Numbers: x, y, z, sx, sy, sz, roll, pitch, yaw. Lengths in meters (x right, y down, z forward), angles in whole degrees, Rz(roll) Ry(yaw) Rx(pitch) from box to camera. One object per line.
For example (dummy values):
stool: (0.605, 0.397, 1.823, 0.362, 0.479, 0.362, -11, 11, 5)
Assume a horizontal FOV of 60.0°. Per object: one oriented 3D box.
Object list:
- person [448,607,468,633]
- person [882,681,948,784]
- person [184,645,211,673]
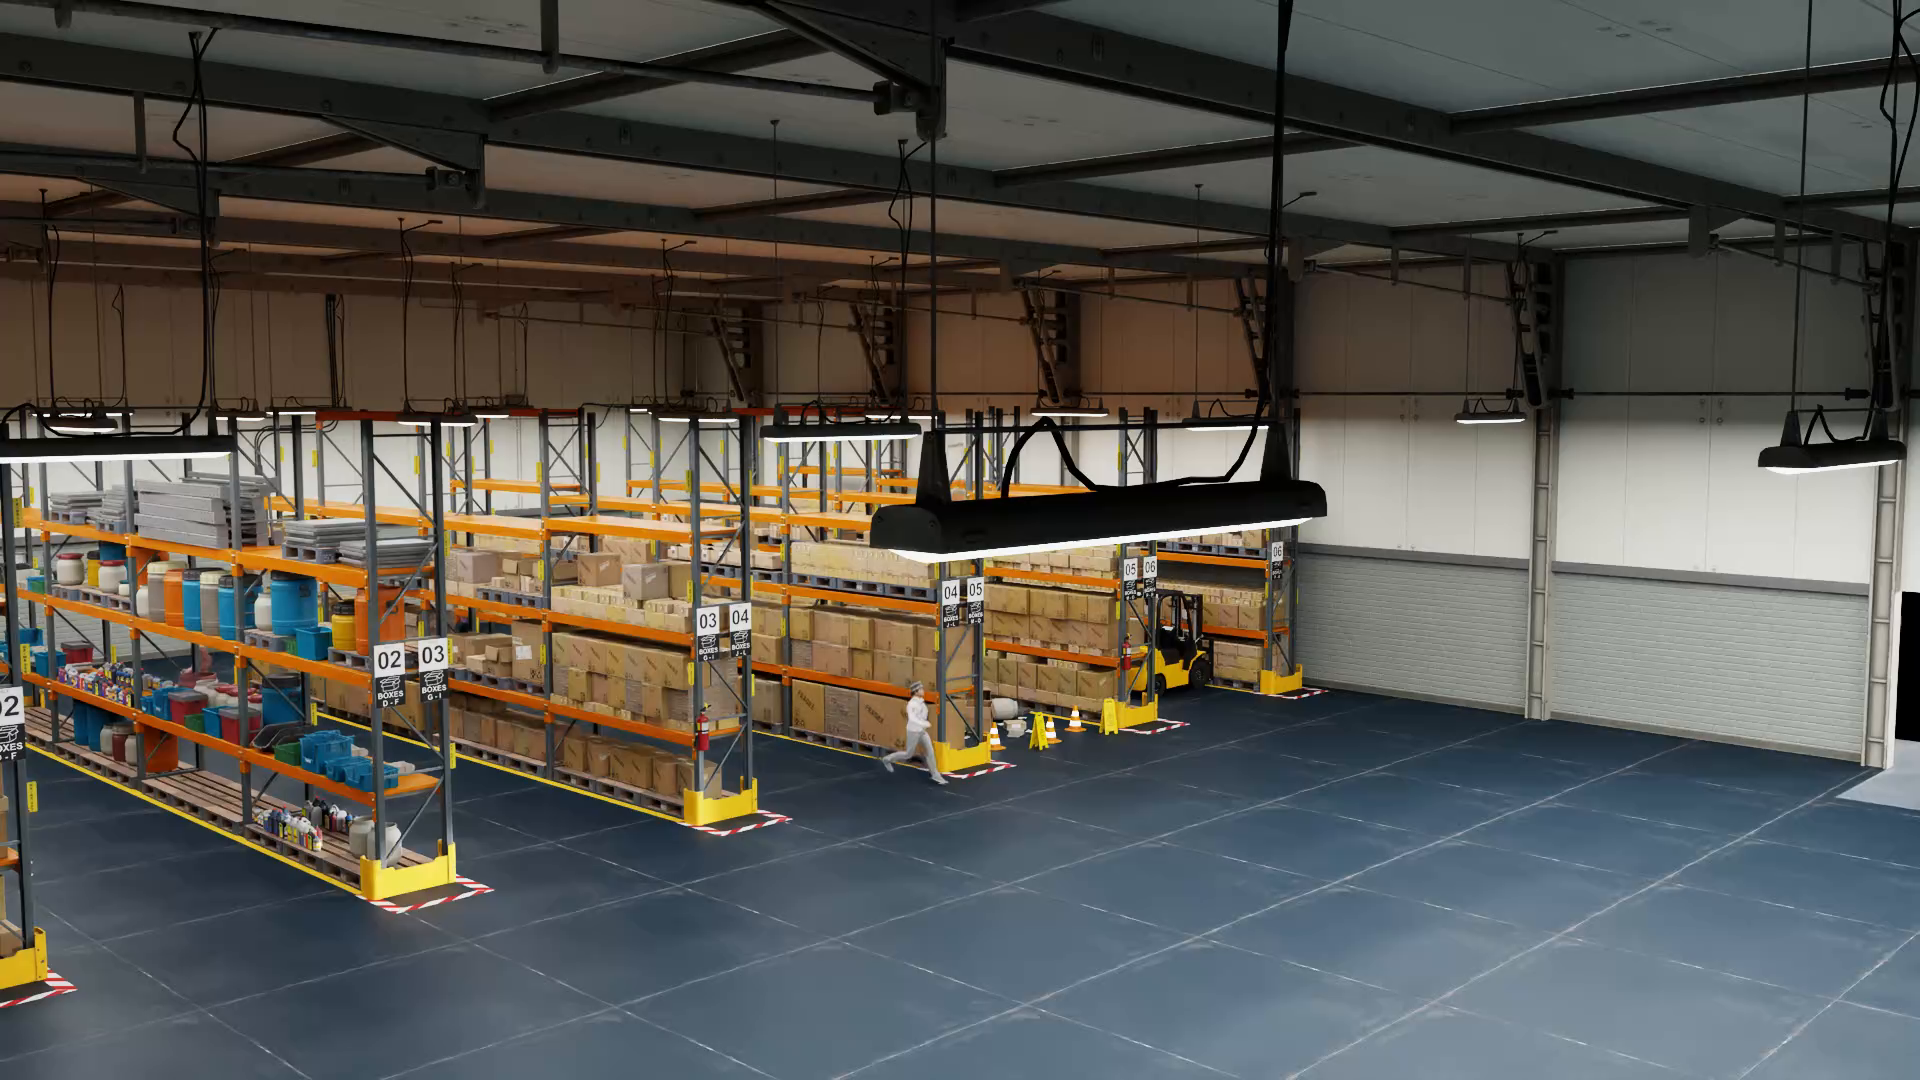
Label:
person: (-12.000, 1.989, 40.146, 0.695, 1.635, 0.537, -3, 6, -32)
person: (-0.737, 3.114, 26.942, 1.099, 1.692, 0.557, 2, 5, 19)
person: (-16.558, 2.327, 36.070, 0.585, 1.617, 0.579, -4, 7, -39)
